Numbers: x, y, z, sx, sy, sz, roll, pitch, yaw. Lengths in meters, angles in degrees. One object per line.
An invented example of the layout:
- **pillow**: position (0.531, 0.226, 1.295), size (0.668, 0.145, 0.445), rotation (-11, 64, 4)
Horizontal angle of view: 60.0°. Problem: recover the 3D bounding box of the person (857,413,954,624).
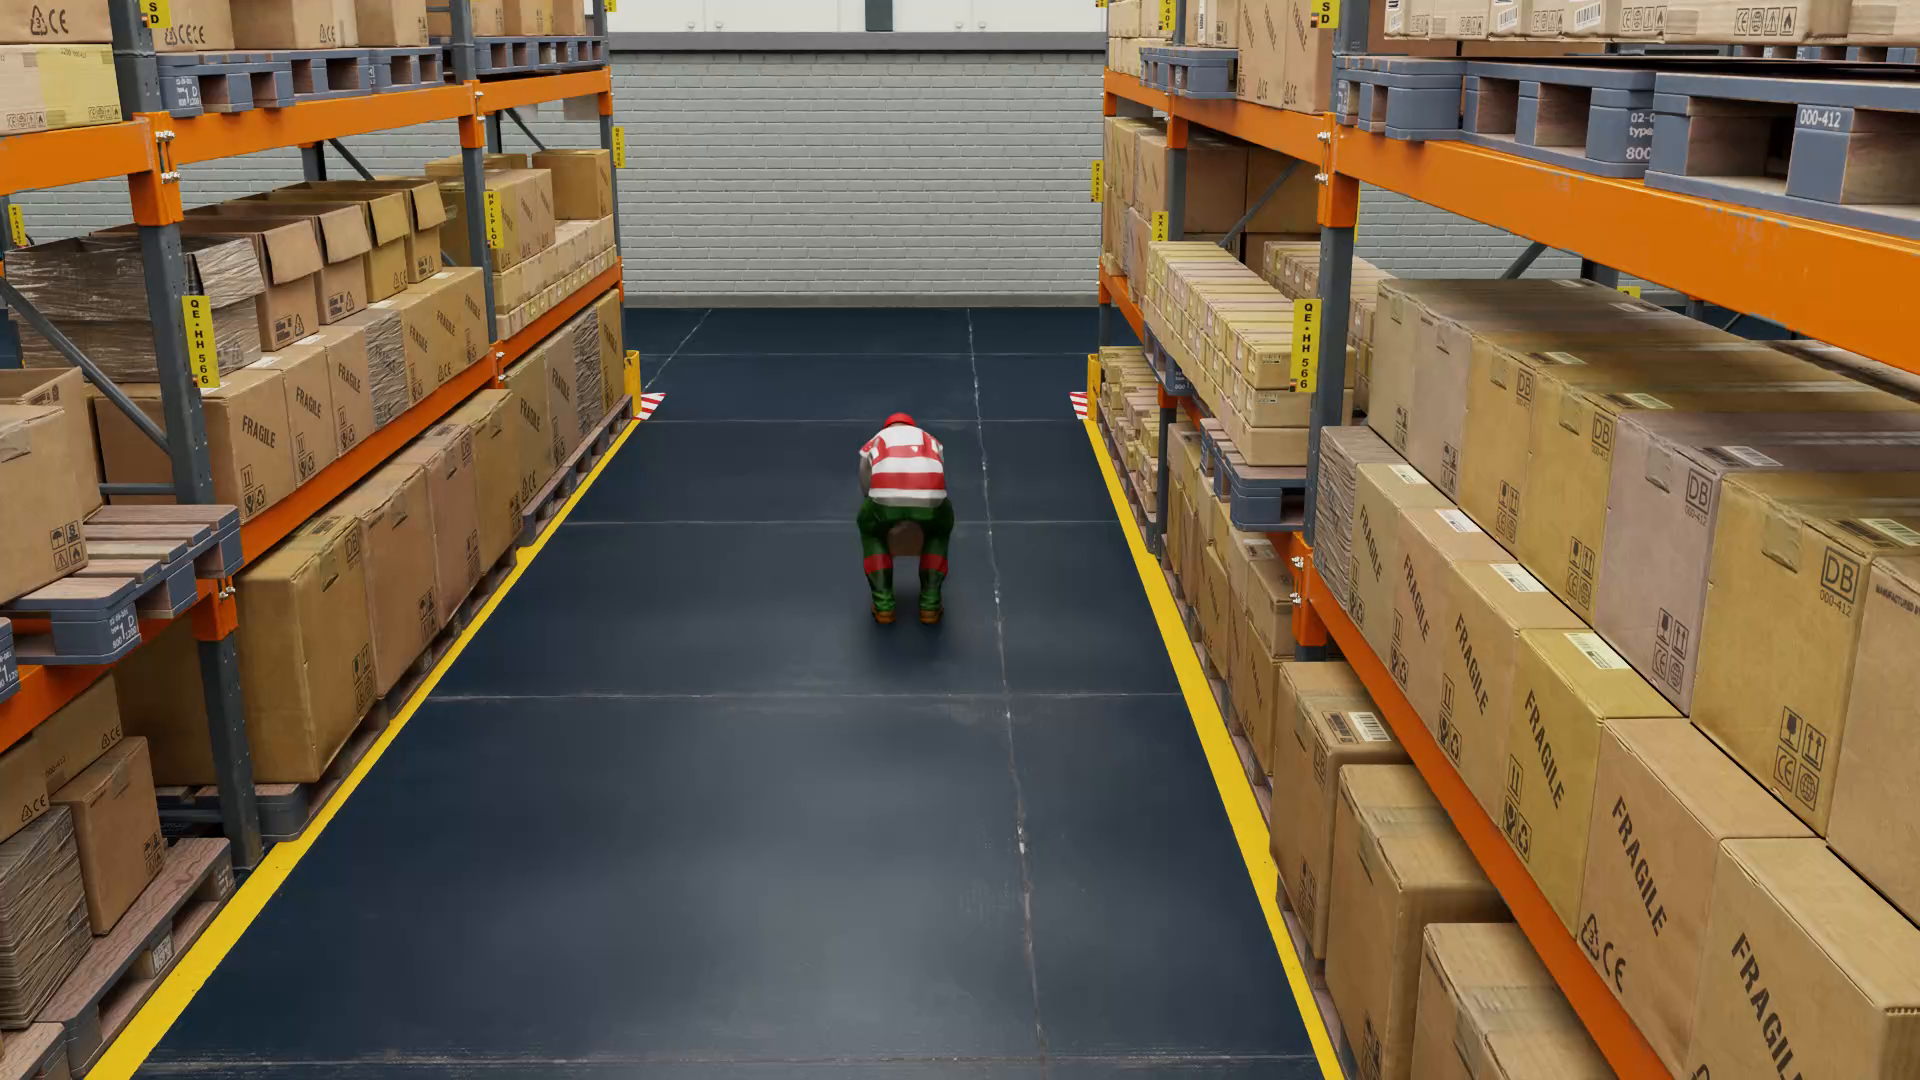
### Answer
- **person**: position (-0.305, -0.120, 9.202), size (0.533, 1.026, 0.958), rotation (-1, 17, -3)
